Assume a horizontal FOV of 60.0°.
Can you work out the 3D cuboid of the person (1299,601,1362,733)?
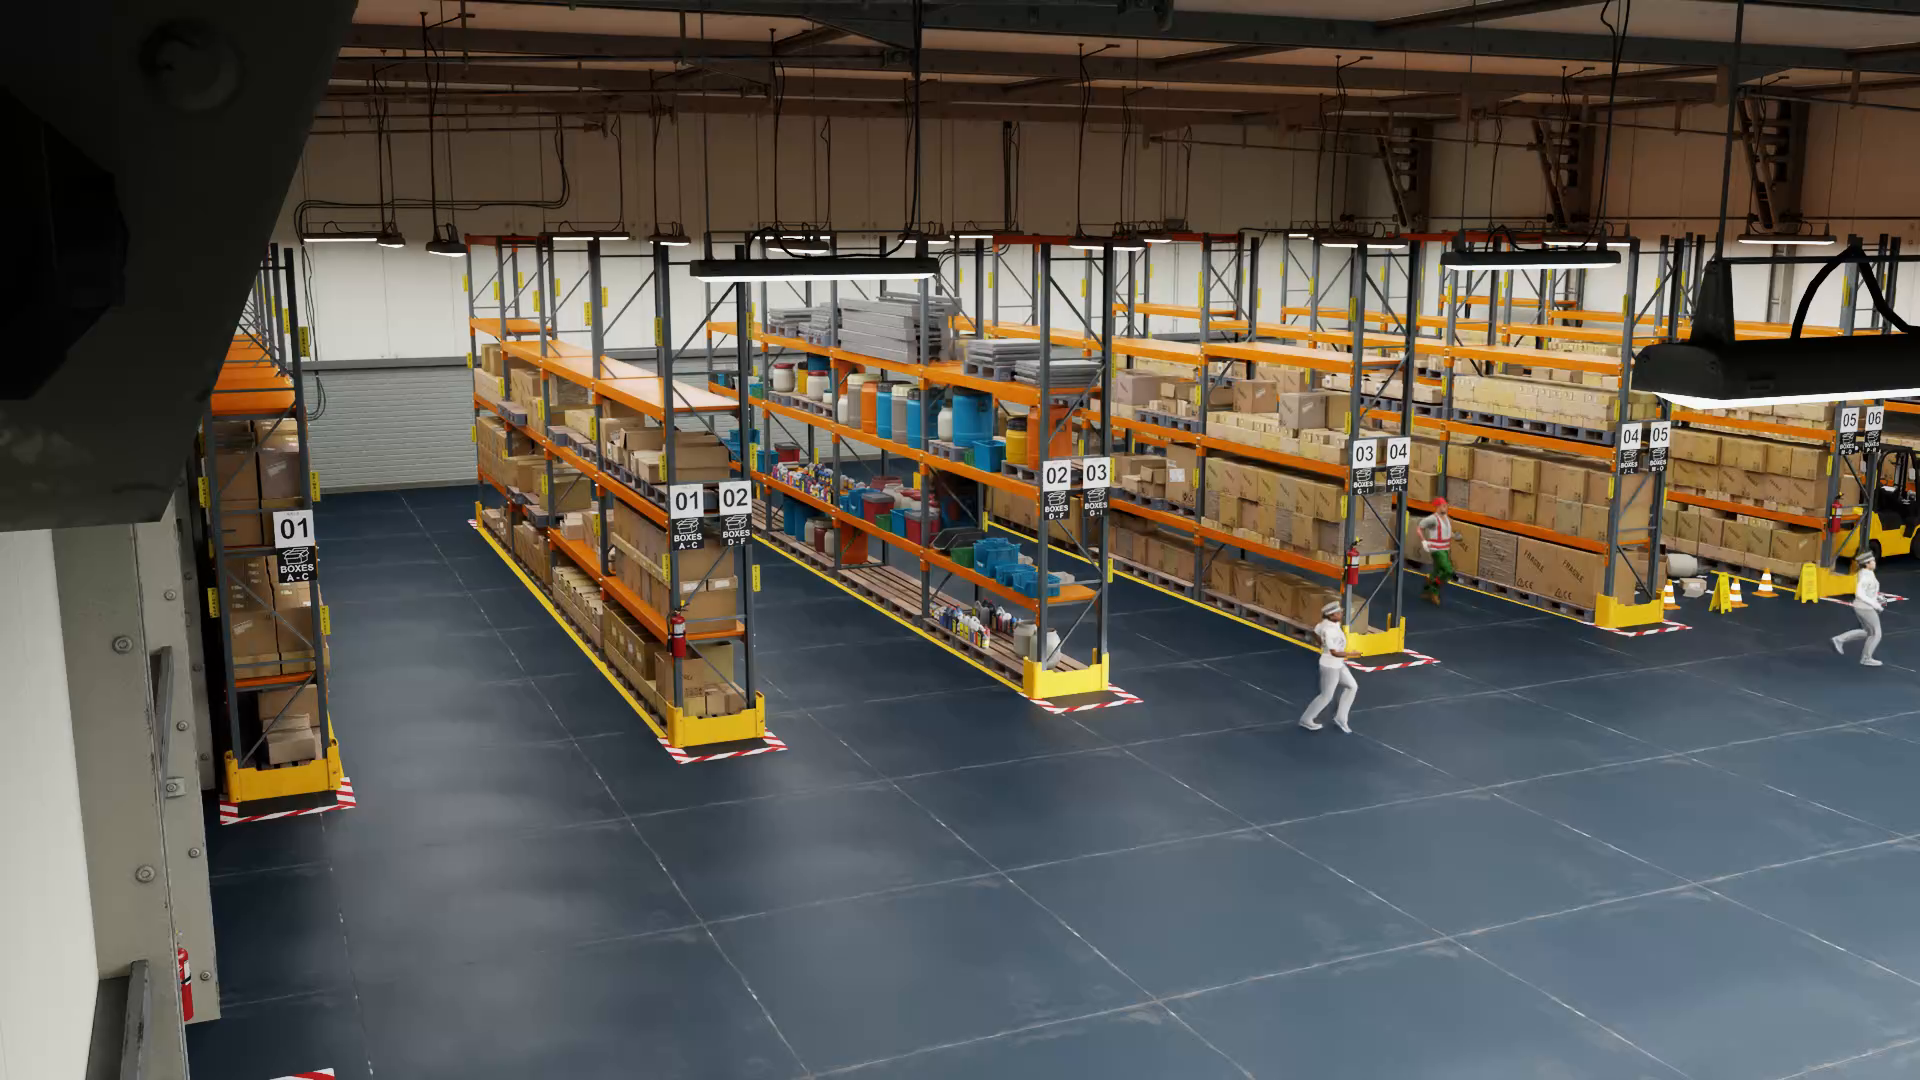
[{"bbox_3d":[4.612,1.585,20.653,0.734,1.725,0.581,3,11,15],"label":"person"}]

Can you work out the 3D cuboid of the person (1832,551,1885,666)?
[{"bbox_3d":[12.915,0.970,23.794,0.647,1.645,0.619,5,12,23],"label":"person"}]

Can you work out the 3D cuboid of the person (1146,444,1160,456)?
[{"bbox_3d":[4.934,-2.562,42.200,0.598,1.556,0.553,-4,12,-21],"label":"person"}]

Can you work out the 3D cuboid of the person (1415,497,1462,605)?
[{"bbox_3d":[7.940,0.135,27.468,0.641,1.684,0.702,-10,15,-43],"label":"person"}]
